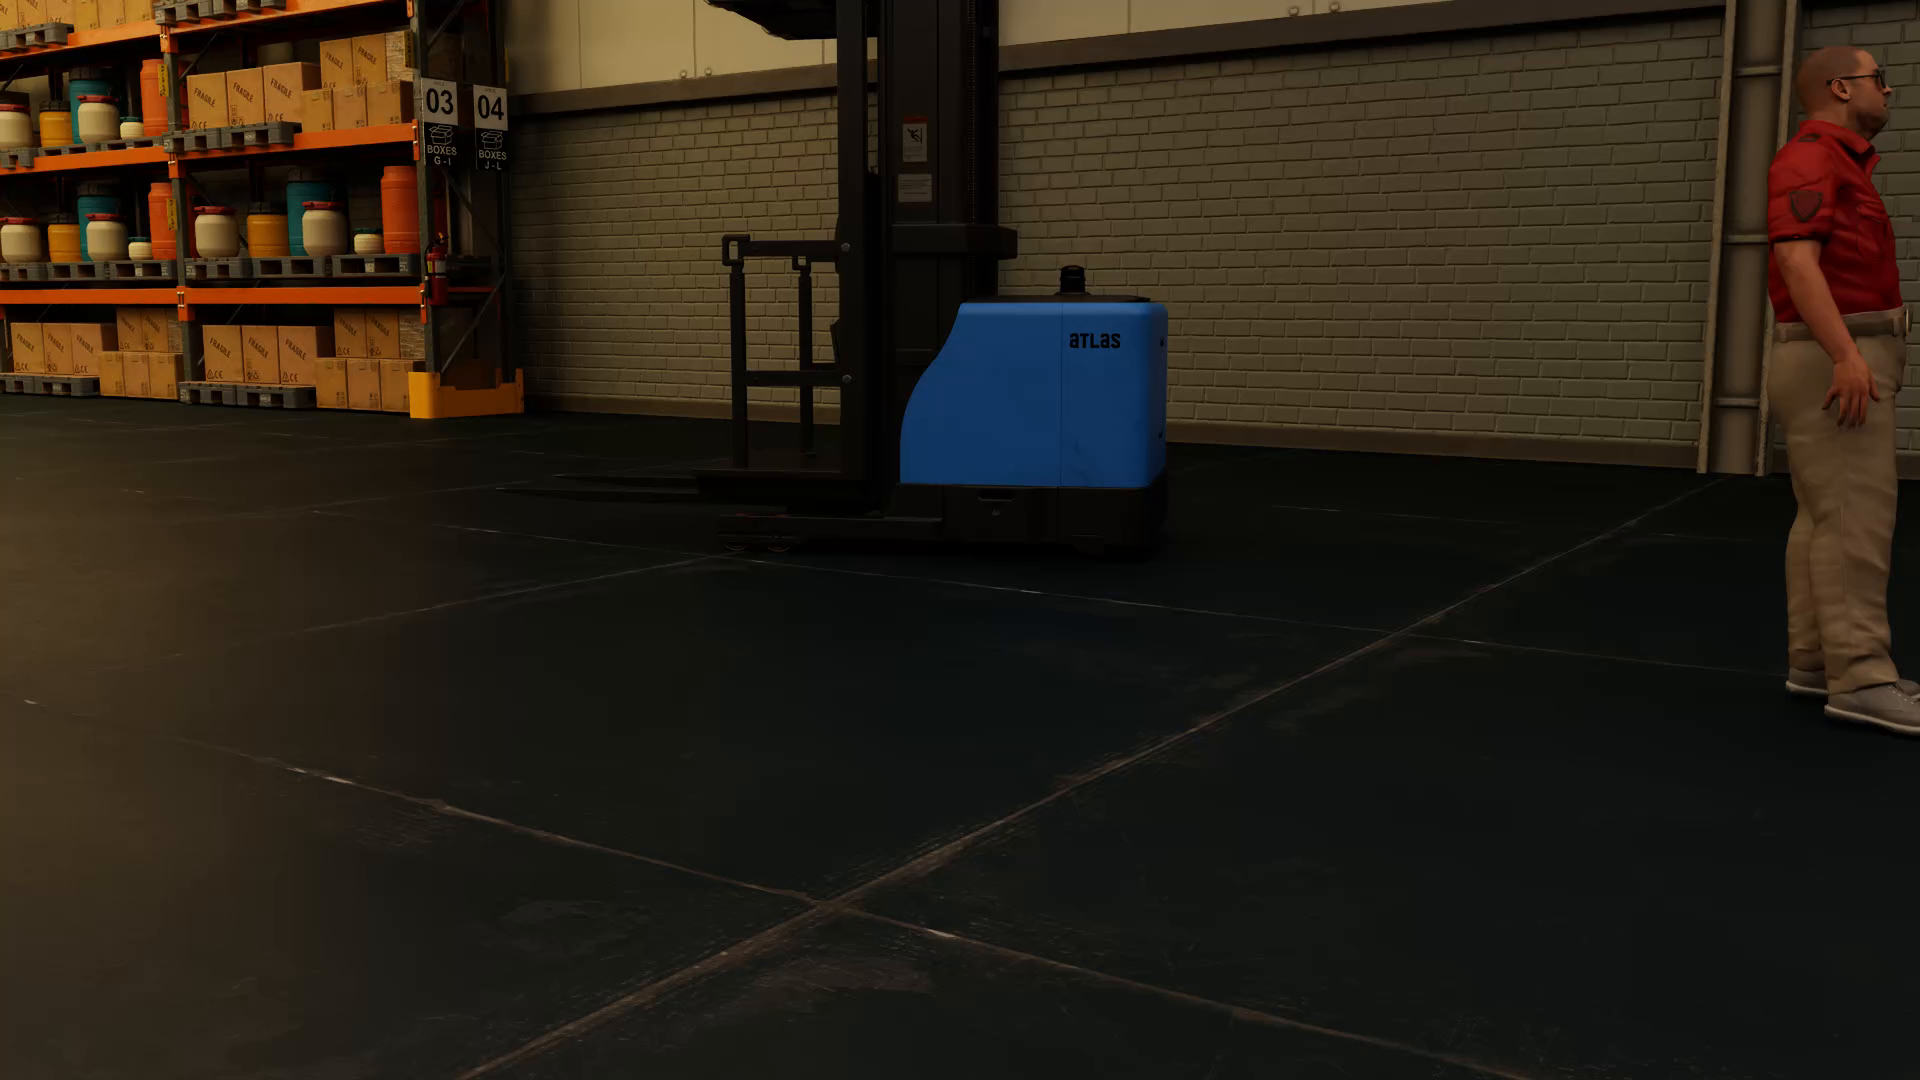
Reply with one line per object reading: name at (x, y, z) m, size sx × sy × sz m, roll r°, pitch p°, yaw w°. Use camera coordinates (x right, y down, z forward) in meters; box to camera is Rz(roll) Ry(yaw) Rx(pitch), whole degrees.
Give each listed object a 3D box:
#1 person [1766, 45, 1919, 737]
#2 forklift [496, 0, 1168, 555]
person at (2.386, -0.416, 4.337) m, size 0.551 × 1.727 × 0.640 m, roll 5°, pitch 9°, yaw 30°
forklift at (-0.596, -1.469, 7.520) m, size 3.031 × 2.935 × 1.130 m, roll 2°, pitch 8°, yaw 12°
